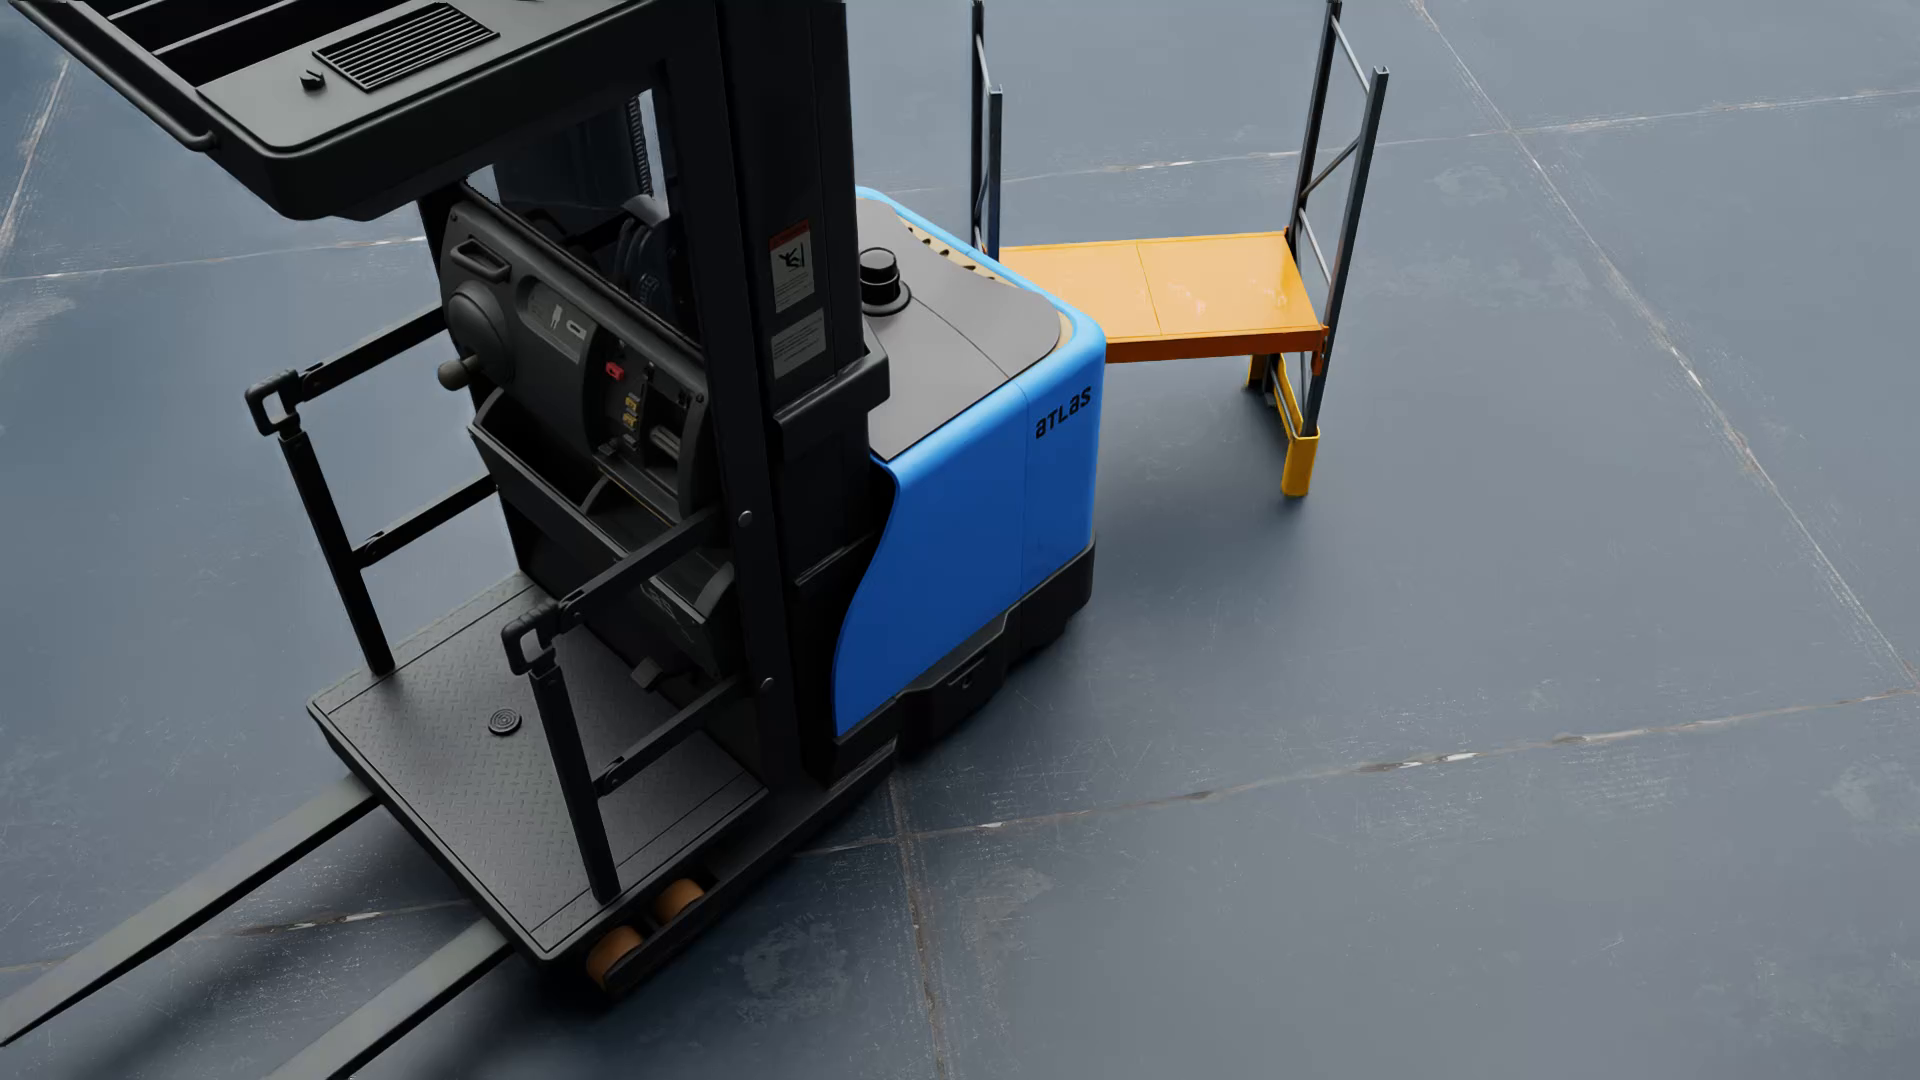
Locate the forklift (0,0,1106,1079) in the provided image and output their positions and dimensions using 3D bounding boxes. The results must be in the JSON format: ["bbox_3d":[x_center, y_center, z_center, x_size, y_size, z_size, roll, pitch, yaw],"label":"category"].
[{"bbox_3d":[-1.000,-0.314,3.517,1.130,2.935,3.031,36,56,29],"label":"forklift"}]

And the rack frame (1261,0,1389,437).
[{"bbox_3d":[1.083,-0.876,5.052,0.032,1.500,0.500,-4,46,-4],"label":"rack frame"}]

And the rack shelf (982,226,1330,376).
[{"bbox_3d":[0.577,-0.717,5.149,1.000,0.185,0.538,-4,46,-4],"label":"rack shelf"}]

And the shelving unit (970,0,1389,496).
[{"bbox_3d":[0.568,-0.841,5.019,1.083,1.500,0.587,-4,46,-4],"label":"shelving unit"}]

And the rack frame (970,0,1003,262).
[{"bbox_3d":[0.071,-0.807,4.986,0.032,1.500,0.500,-4,46,-4],"label":"rack frame"}]

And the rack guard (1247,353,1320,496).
[{"bbox_3d":[1.064,-0.441,5.501,0.087,0.250,0.587,-4,46,-4],"label":"rack guard"}]
